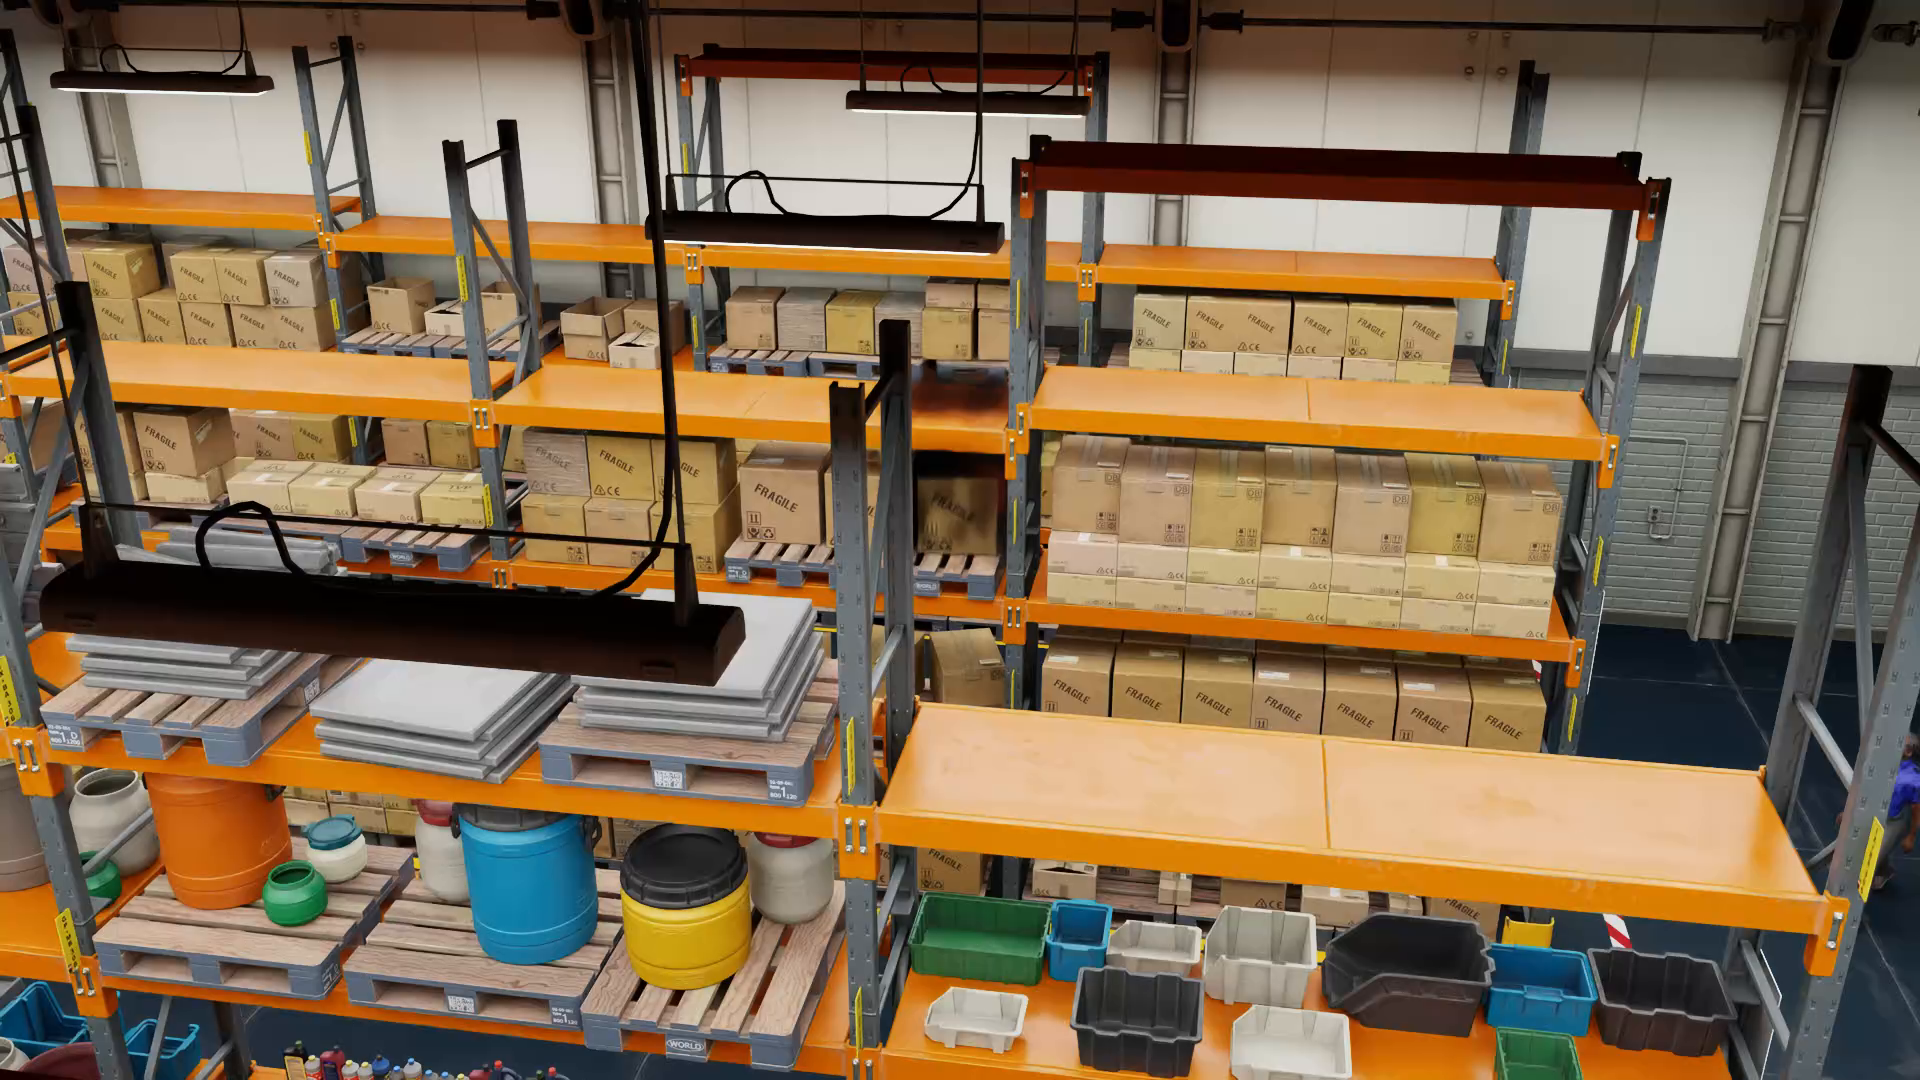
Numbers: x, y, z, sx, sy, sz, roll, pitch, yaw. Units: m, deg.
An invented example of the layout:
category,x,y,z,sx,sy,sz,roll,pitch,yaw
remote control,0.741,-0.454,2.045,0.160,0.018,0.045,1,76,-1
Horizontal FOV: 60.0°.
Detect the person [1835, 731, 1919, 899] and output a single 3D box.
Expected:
category,x,y,z,sx,sy,sz,roll,pitch,yaw
person,7.260,2.219,13.091,0.979,1.589,0.522,-13,26,-28
